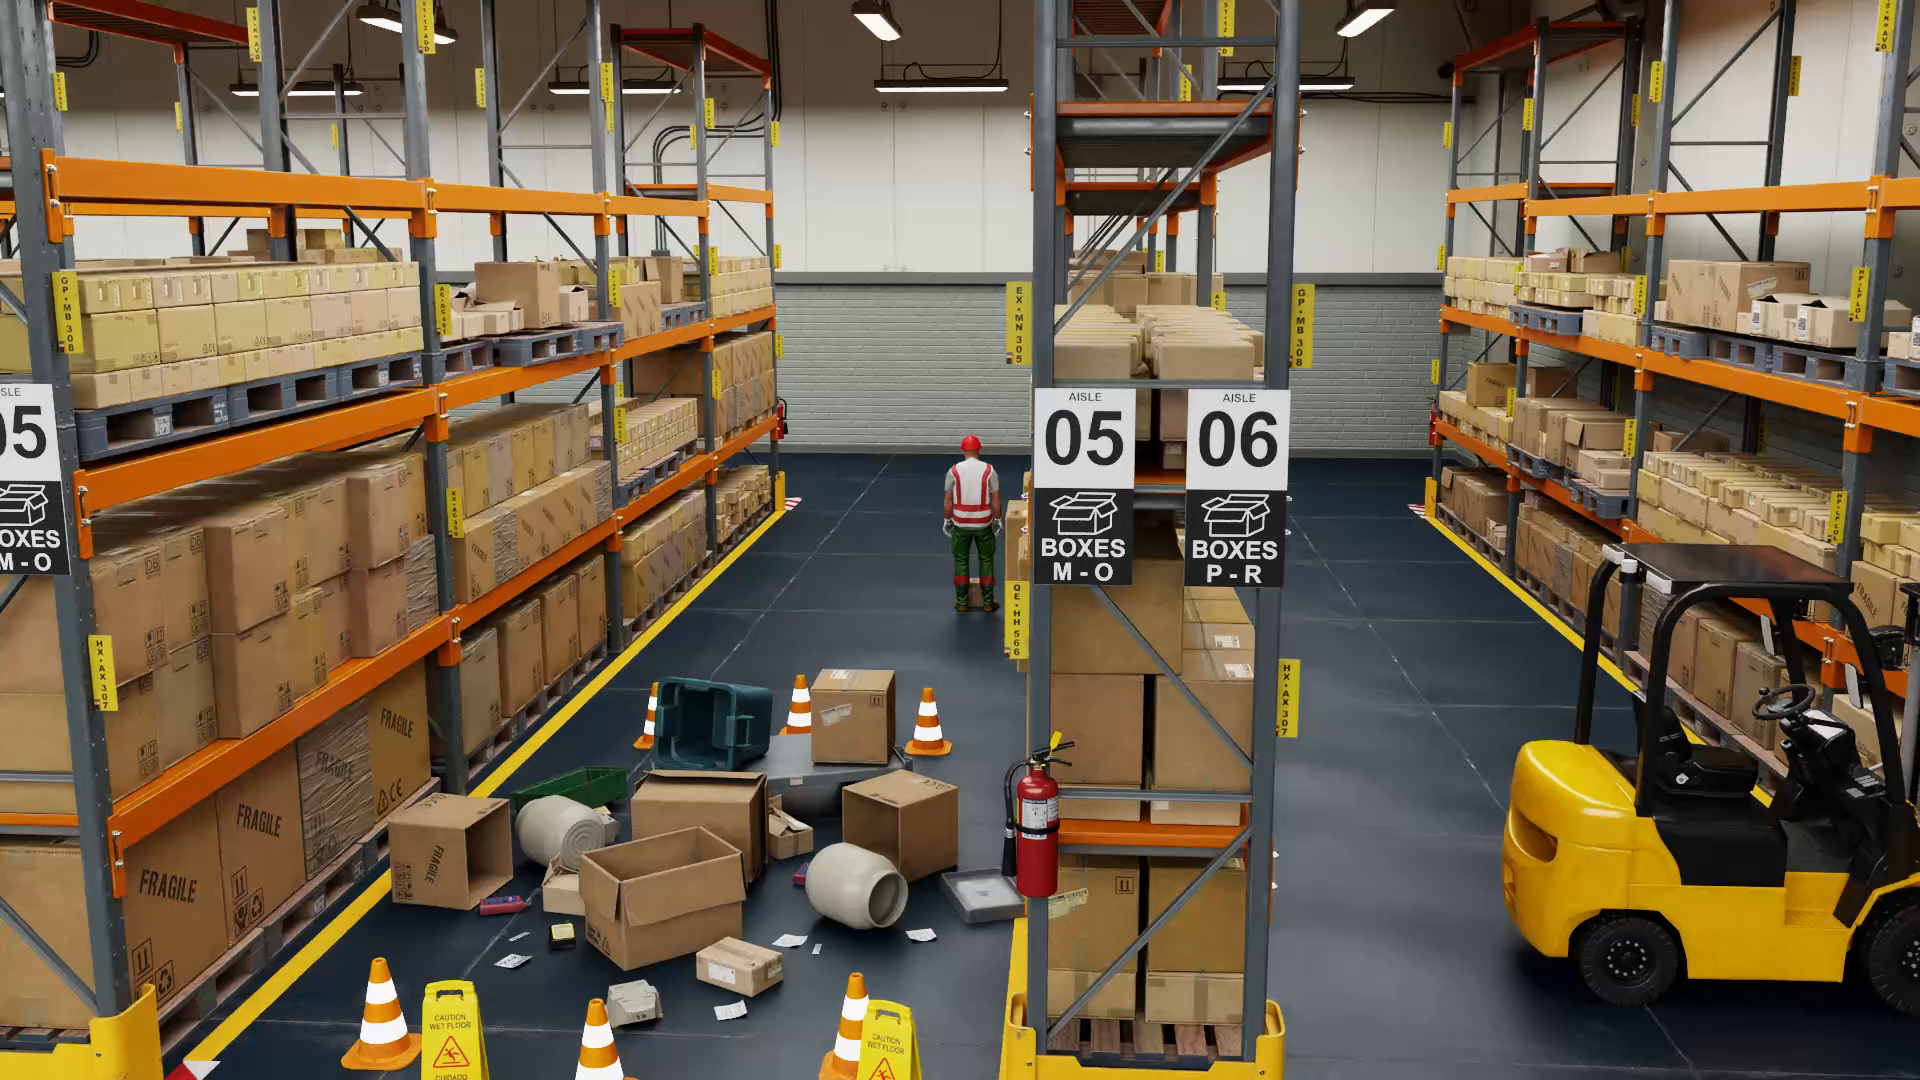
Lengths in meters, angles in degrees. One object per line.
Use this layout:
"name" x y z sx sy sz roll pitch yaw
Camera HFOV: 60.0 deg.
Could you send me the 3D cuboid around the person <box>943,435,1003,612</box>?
"person" 0.133 -0.168 16.782 0.604 1.778 0.450 0 11 2
